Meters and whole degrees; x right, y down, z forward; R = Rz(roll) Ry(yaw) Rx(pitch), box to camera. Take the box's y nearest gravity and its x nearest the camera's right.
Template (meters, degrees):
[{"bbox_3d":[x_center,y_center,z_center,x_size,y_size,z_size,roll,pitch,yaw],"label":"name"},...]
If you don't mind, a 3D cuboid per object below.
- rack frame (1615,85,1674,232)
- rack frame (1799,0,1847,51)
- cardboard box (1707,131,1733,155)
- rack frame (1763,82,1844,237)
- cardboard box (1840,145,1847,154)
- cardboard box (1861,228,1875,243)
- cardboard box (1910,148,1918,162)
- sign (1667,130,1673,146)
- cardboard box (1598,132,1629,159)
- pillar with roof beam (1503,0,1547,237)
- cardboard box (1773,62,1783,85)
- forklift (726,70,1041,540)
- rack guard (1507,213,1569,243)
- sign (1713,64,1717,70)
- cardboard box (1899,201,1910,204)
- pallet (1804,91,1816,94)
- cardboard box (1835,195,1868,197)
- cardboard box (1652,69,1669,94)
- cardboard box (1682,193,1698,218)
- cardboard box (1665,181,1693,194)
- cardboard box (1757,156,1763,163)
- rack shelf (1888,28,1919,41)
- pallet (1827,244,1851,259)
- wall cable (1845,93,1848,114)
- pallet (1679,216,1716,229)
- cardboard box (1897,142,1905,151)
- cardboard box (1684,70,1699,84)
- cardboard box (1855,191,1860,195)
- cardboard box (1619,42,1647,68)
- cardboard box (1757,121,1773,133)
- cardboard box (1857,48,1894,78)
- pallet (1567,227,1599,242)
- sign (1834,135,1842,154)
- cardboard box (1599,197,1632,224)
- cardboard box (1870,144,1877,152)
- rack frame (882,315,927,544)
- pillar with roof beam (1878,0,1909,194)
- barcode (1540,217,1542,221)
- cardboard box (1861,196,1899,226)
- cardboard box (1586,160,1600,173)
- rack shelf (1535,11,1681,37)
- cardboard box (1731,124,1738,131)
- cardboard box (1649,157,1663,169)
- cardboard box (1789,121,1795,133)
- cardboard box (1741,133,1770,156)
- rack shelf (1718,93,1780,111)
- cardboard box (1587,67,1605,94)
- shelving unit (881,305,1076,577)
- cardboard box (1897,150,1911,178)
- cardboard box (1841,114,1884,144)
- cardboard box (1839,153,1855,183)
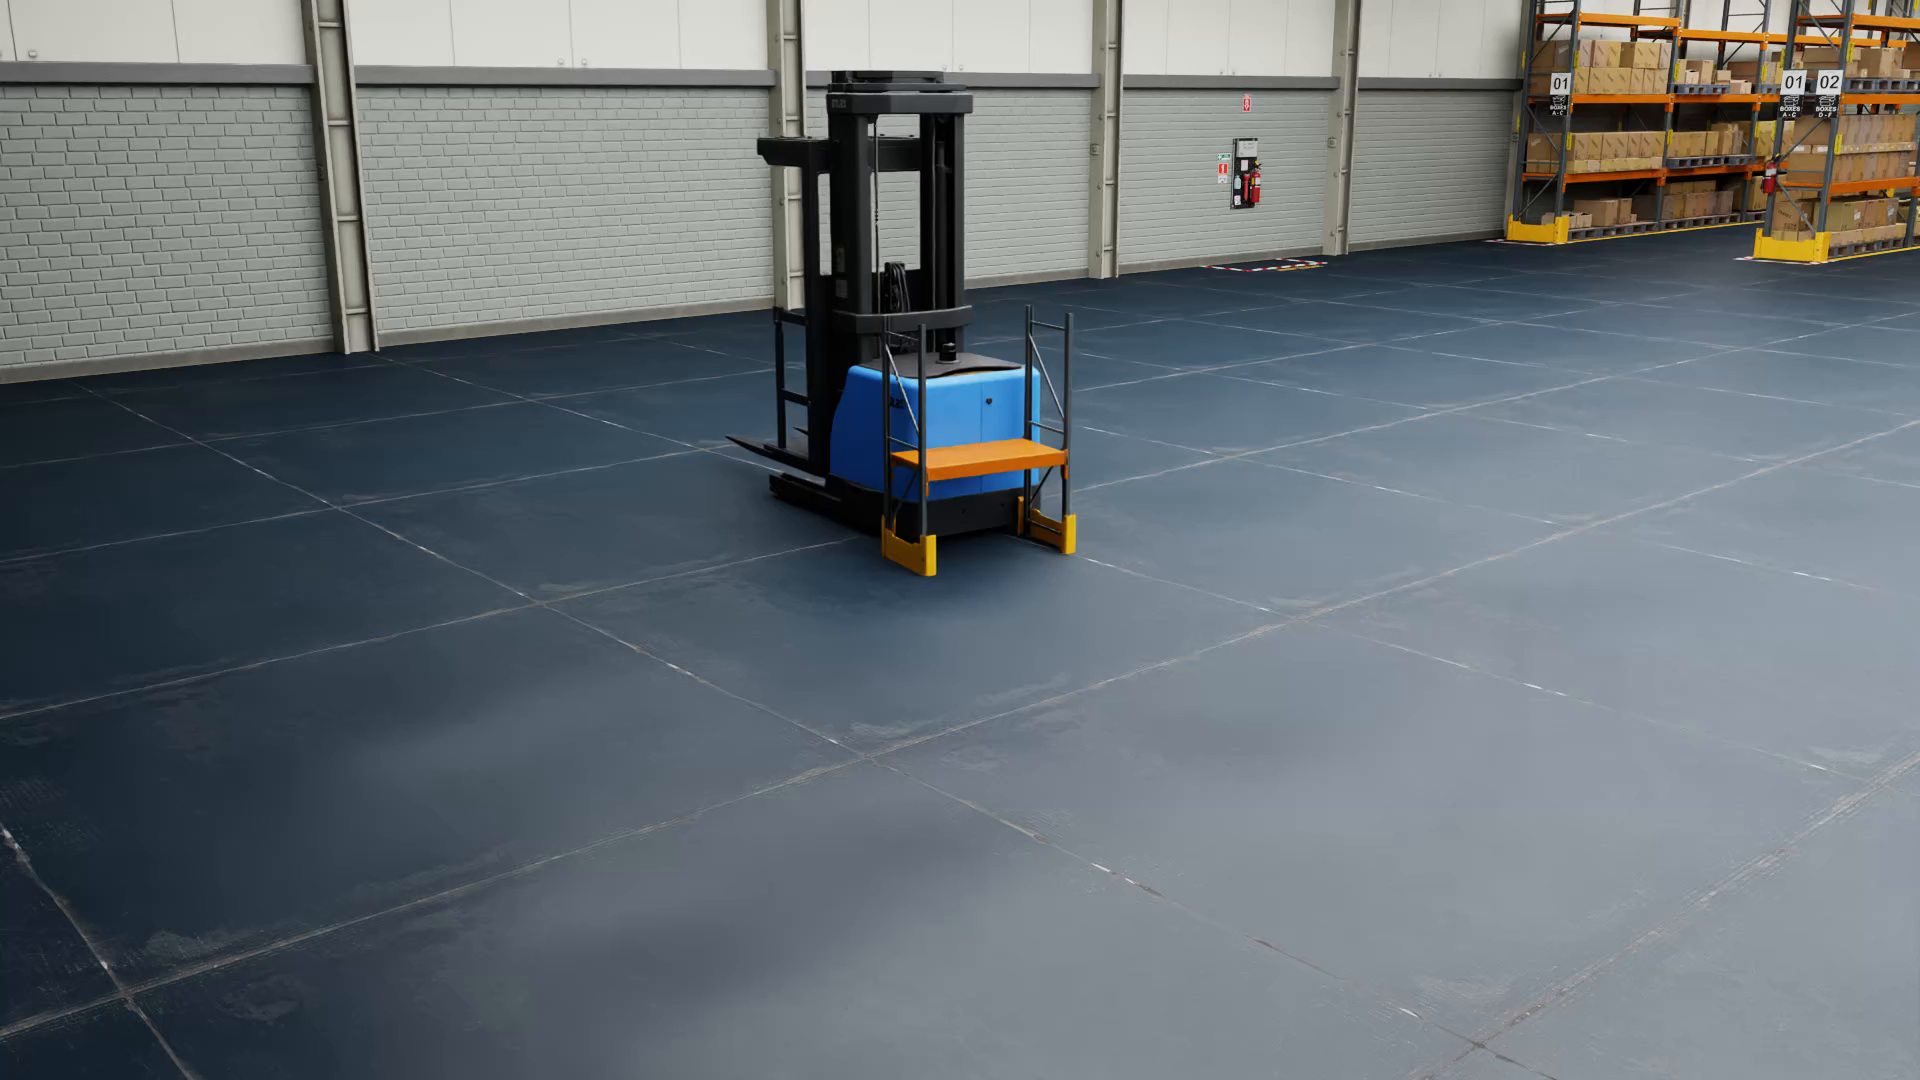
[{"bbox_3d":[14.373,-8.036,35.023,0.127,3.000,1.000,-13,19,-39],"label":"rack frame"},{"bbox_3d":[20.408,-12.290,39.323,0.127,3.000,1.000,-13,19,-39],"label":"rack frame"},{"bbox_3d":[16.638,-8.793,36.811,0.700,0.500,0.500,14,20,42],"label":"cardboard box"},{"bbox_3d":[14.610,-6.395,28.878,0.127,3.000,1.000,-13,19,-39],"label":"rack frame"},{"bbox_3d":[15.245,-6.826,29.043,0.250,0.149,0.380,-13,20,-41],"label":"cardboard box"},{"bbox_3d":[16.293,-5.571,30.307,0.500,0.250,0.500,-13,19,-39],"label":"cardboard box"},{"bbox_3d":[18.615,-7.337,32.212,0.500,0.500,0.500,-11,18,-35],"label":"cardboard box"},{"bbox_3d":[14.735,-8.350,34.521,0.005,0.325,0.100,-13,19,-39],"label":"sign"},{"bbox_3d":[13.068,-7.938,33.455,0.500,0.500,0.500,-12,19,-38],"label":"cardboard box"},{"bbox_3d":[14.141,-9.706,29.649,0.400,9.000,9.100,-13,19,-39],"label":"pillar with roof beam"},{"bbox_3d":[18.510,-10.708,38.168,0.500,0.500,0.700,-11,19,-37],"label":"cardboard box"},{"bbox_3d":[-0.704,-1.738,11.578,1.130,2.935,3.031,-10,18,-33],"label":"forklift"},{"bbox_3d":[11.413,-6.164,32.857,0.348,0.500,1.175,-13,19,-39],"label":"rack guard"},{"bbox_3d":[17.032,-10.561,37.506,0.005,0.325,0.100,-13,19,-39],"label":"sign"},{"bbox_3d":[18.511,-6.516,32.759,0.500,0.311,0.500,-13,20,-40],"label":"cardboard box"},{"bbox_3d":[19.749,-10.583,39.117,1.217,0.209,0.805,-14,20,-42],"label":"pallet"},{"bbox_3d":[16.700,-6.205,31.230,0.500,0.500,0.500,-13,19,-39],"label":"cardboard box"},{"bbox_3d":[14.152,-9.409,34.119,0.500,0.500,0.500,-12,19,-38],"label":"cardboard box"},{"bbox_3d":[15.685,-7.345,36.426,0.500,0.500,0.700,-12,19,-39],"label":"cardboard box"},{"bbox_3d":[15.637,-7.696,36.286,0.500,0.250,0.500,-13,20,-41],"label":"cardboard box"},{"bbox_3d":[17.987,-8.654,37.783,0.250,0.149,0.380,-12,19,-39],"label":"cardboard box"},{"bbox_3d":[19.136,-9.769,32.054,4.000,0.370,1.077,-13,19,-39],"label":"rack shelf"},{"bbox_3d":[15.159,-5.185,29.754,1.213,0.211,1.003,-13,19,-39],"label":"pallet"},{"bbox_3d":[23.770,-10.961,44.004,1.851,1.984,0.084,-13,19,-39],"label":"wall cable"},{"bbox_3d":[15.880,-7.029,36.656,1.213,0.211,1.003,-13,19,-39],"label":"pallet"},{"bbox_3d":[17.179,-7.260,30.667,0.250,0.149,0.380,-13,20,-41],"label":"cardboard box"},{"bbox_3d":[15.302,-9.827,35.272,0.500,0.311,0.500,-12,19,-38],"label":"cardboard box"},{"bbox_3d":[22.206,-8.756,41.748,0.500,0.500,0.700,-13,20,-41],"label":"cardboard box"},{"bbox_3d":[13.379,-9.703,33.282,0.500,0.500,0.500,-14,20,-41],"label":"cardboard box"},{"bbox_3d":[18.307,-9.396,37.851,0.500,0.250,0.500,-13,20,-40],"label":"cardboard box"},{"bbox_3d":[16.042,-8.391,29.260,0.500,0.500,0.500,-13,19,-39],"label":"cardboard box"},{"bbox_3d":[12.049,-6.155,33.384,1.213,0.211,1.003,-13,19,-39],"label":"pallet"},{"bbox_3d":[14.970,-6.742,28.348,0.005,0.325,0.100,-13,19,-39],"label":"sign"},{"bbox_3d":[13.616,-6.858,34.602,0.500,0.500,0.500,14,21,43],"label":"cardboard box"},{"bbox_3d":[16.207,-7.041,29.848,0.250,0.149,0.380,-12,19,-39],"label":"cardboard box"},{"bbox_3d":[-0.334,-0.571,9.981,0.032,1.500,0.500,-8,17,-29],"label":"rack frame"},{"bbox_3d":[27.720,-12.755,41.065,0.400,9.000,9.100,-13,19,-39],"label":"pillar with roof beam"},{"bbox_3d":[11.687,-6.457,33.452,0.075,0.075,0.001,-13,19,-39],"label":"barcode"},{"bbox_3d":[17.036,-6.106,30.857,0.500,0.500,0.500,-13,19,-39],"label":"cardboard box"},{"bbox_3d":[12.314,-7.407,32.921,0.500,0.250,0.500,-13,20,-41],"label":"cardboard box"},{"bbox_3d":[12.864,-10.247,33.074,4.000,0.370,1.077,-13,19,-39],"label":"rack shelf"},{"bbox_3d":[17.150,-9.224,37.166,0.380,0.149,0.250,13,20,40],"label":"cardboard box"},{"bbox_3d":[14.214,-7.834,34.519,0.500,0.250,0.500,-13,19,-39],"label":"cardboard box"},{"bbox_3d":[19.063,-9.569,38.499,0.500,0.250,0.500,-13,20,-40],"label":"cardboard box"},{"bbox_3d":[17.925,-8.948,37.628,0.500,0.500,0.500,-12,19,-38],"label":"cardboard box"},{"bbox_3d":[18.899,-10.154,38.534,4.000,0.370,1.077,-13,19,-39],"label":"rack shelf"},{"bbox_3d":[12.200,-8.958,32.428,0.500,0.500,0.500,-11,19,-36],"label":"cardboard box"},{"bbox_3d":[0.115,-0.637,10.229,1.083,1.500,0.587,-8,17,-29],"label":"shelving unit"},{"bbox_3d":[17.297,-7.044,31.116,0.500,0.500,0.700,-13,20,-41],"label":"cardboard box"},{"bbox_3d":[16.161,-7.416,29.994,0.500,0.500,0.700,-13,19,-39],"label":"cardboard box"},{"bbox_3d":[15.363,-6.610,29.489,0.500,0.500,0.700,-12,19,-38],"label":"cardboard box"}]
